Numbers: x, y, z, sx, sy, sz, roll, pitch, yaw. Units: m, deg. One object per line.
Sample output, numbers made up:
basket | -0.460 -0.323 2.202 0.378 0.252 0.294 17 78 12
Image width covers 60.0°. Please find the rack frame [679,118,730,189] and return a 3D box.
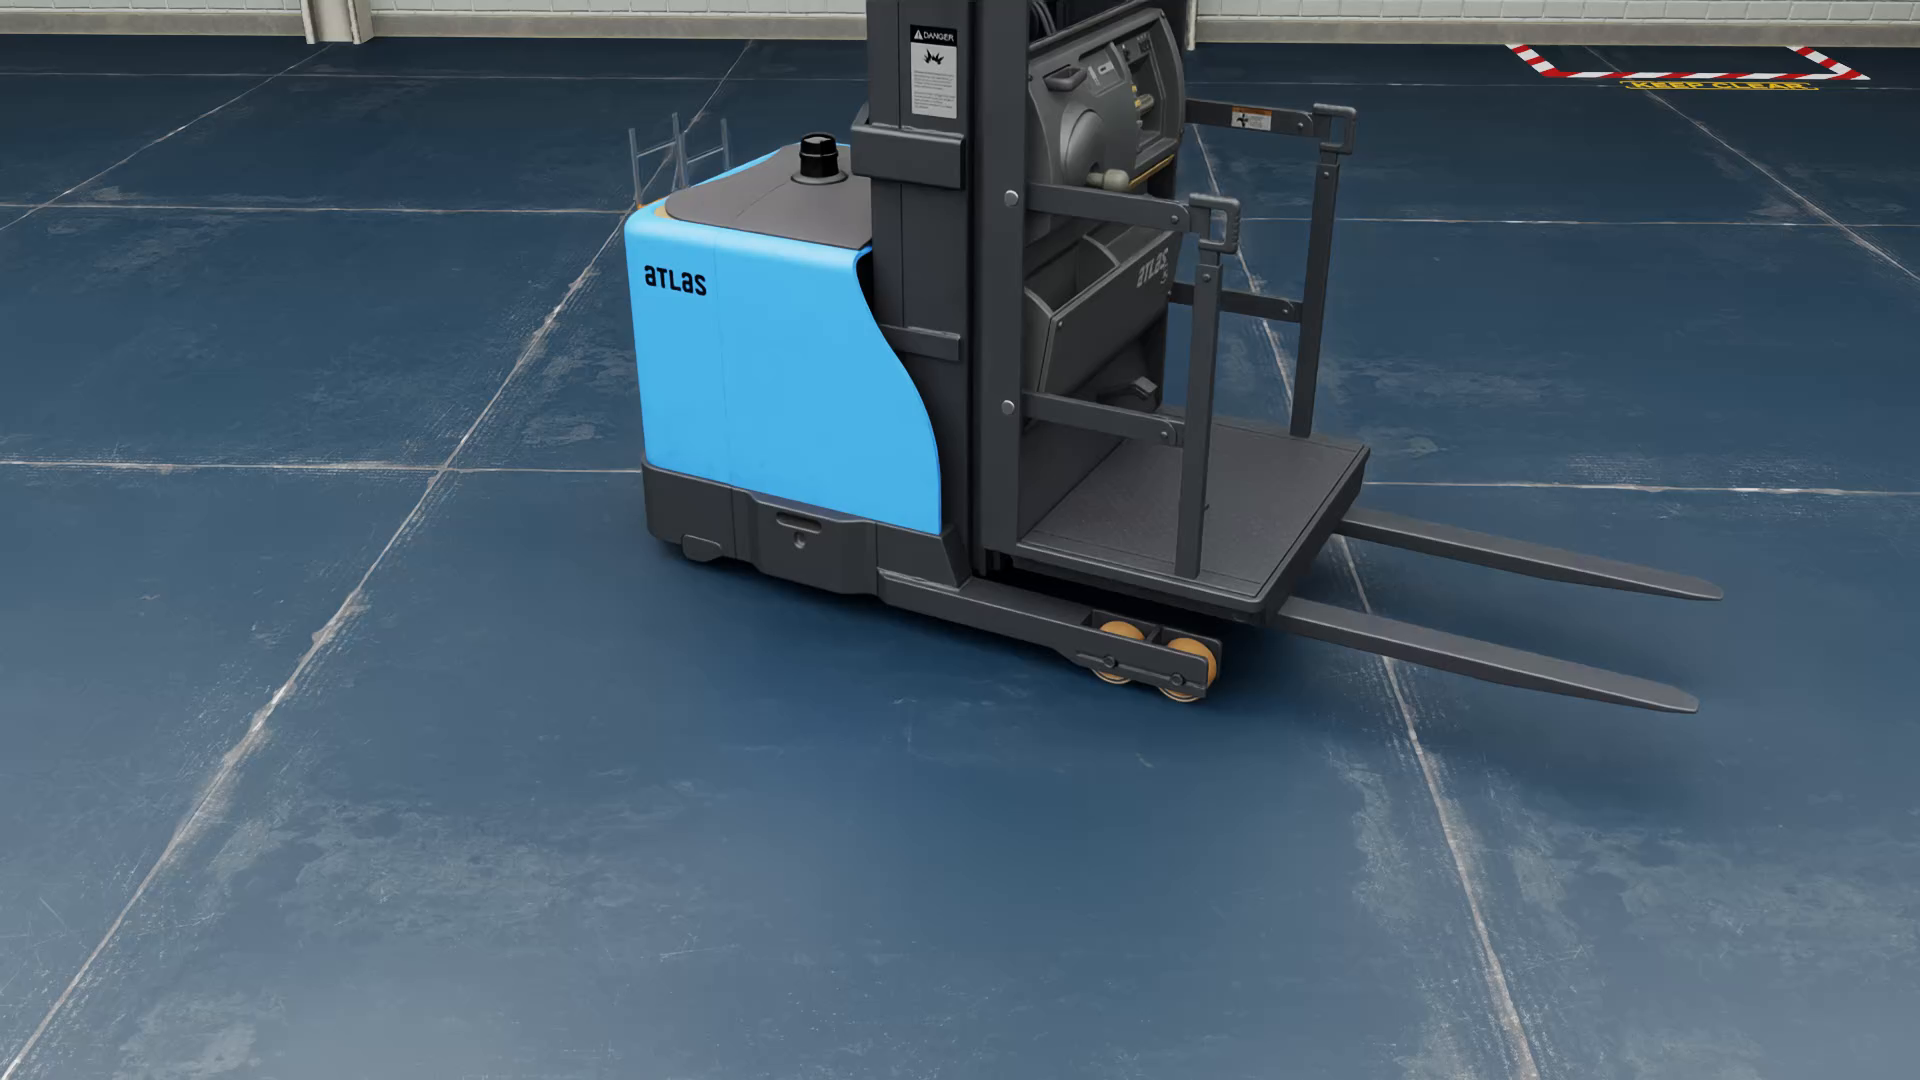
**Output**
rack frame | -0.774 -0.721 5.324 0.006 1.200 0.240 13 31 24

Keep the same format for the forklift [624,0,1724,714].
forklift | 0.578 -1.148 4.286 3.031 2.935 1.130 14 31 24

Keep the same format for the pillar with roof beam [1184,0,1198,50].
pillar with roof beam | 1.326 -5.517 6.050 0.400 9.000 9.100 1 28 2

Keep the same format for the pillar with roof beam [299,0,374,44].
pillar with roof beam | -4.671 -5.616 6.237 0.400 9.000 9.100 1 28 2

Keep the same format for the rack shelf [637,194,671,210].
rack shelf | -0.859 -1.020 5.216 0.180 0.103 0.258 13 31 24

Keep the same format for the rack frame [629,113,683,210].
rack frame | -0.937 -0.758 5.400 0.006 1.200 0.240 13 31 24

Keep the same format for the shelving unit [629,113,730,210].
shelving unit | -0.856 -0.740 5.362 0.189 1.200 0.258 13 31 24
